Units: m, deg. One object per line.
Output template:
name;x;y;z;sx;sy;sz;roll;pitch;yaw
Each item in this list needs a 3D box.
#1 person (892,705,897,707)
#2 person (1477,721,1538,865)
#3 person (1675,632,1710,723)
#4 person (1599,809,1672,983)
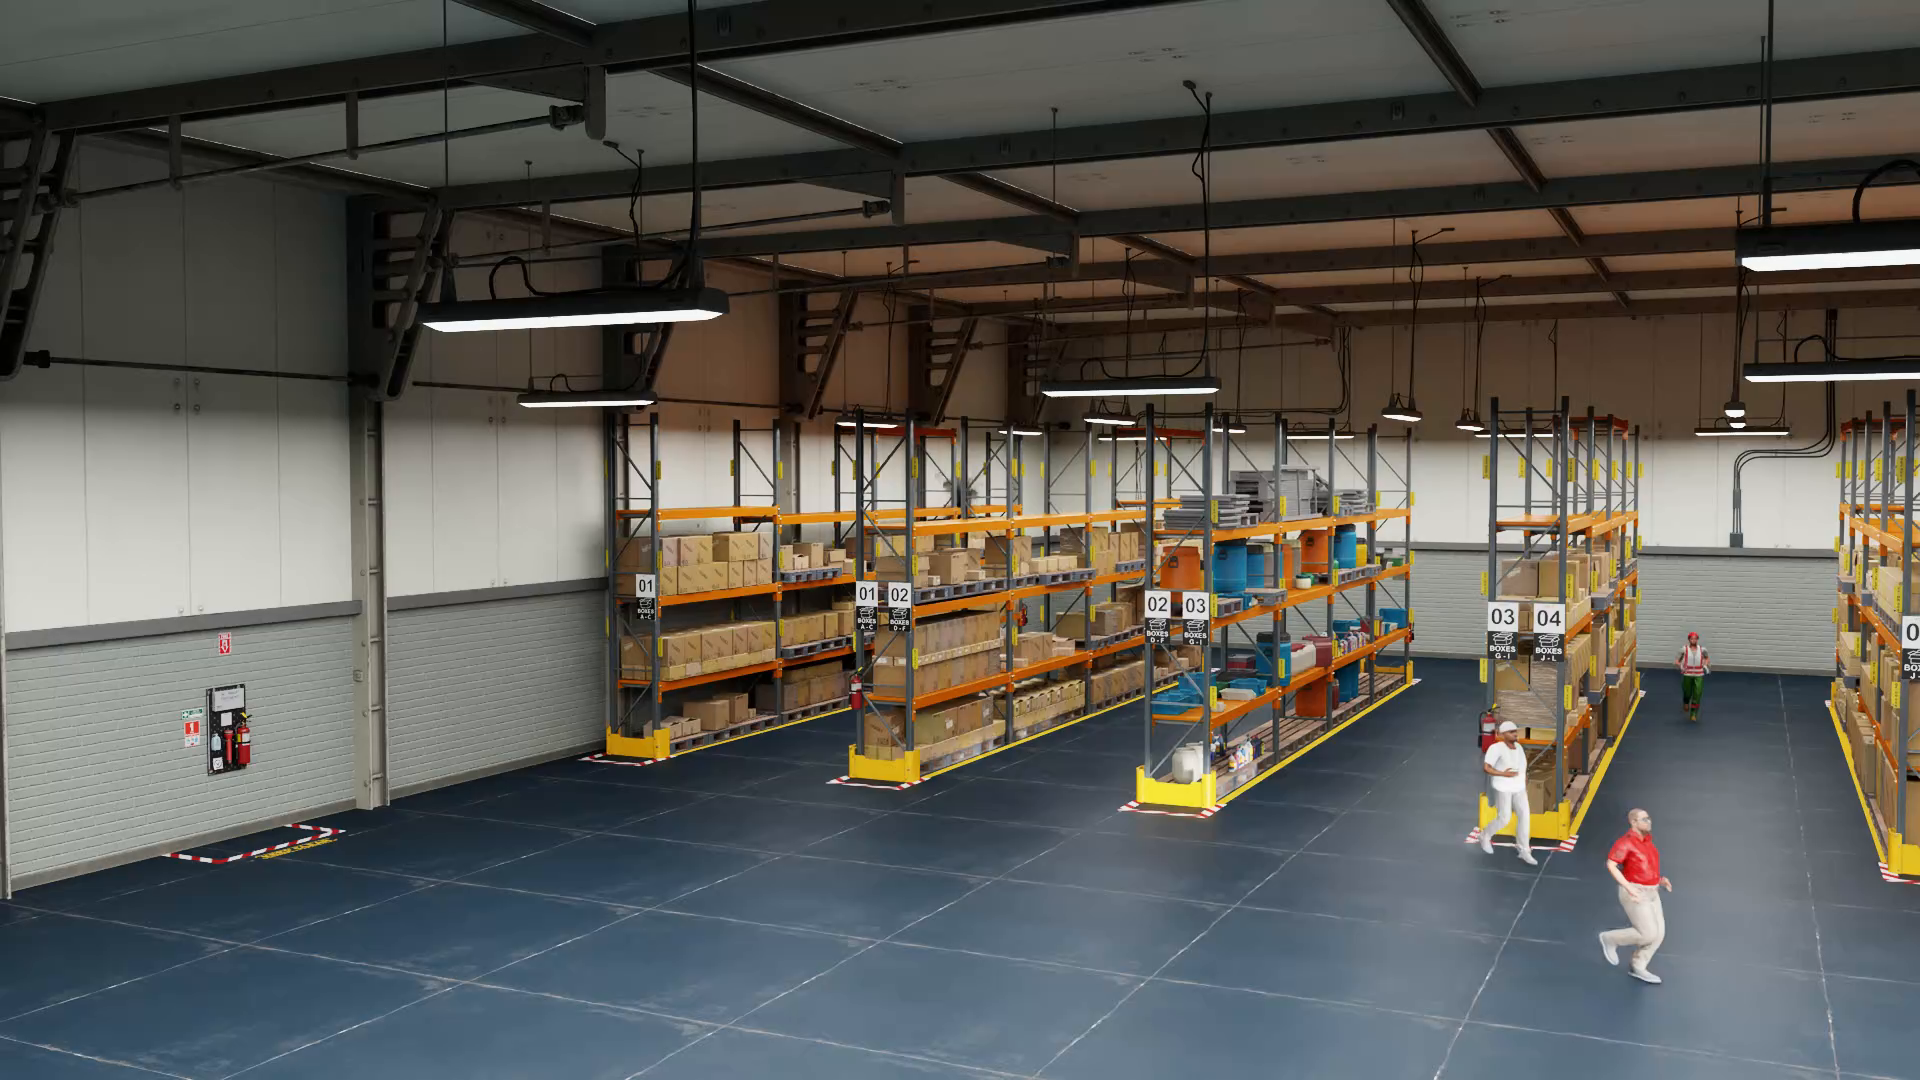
person;-1.067;2.809;30.560;0.662;1.763;0.987;1;3;22
person;7.021;3.212;21.305;0.705;1.781;0.862;-1;3;-24
person;14.656;2.719;33.245;0.655;1.769;0.888;1;3;17
person;6.651;3.478;16.360;0.670;1.684;0.599;-2;3;-39
